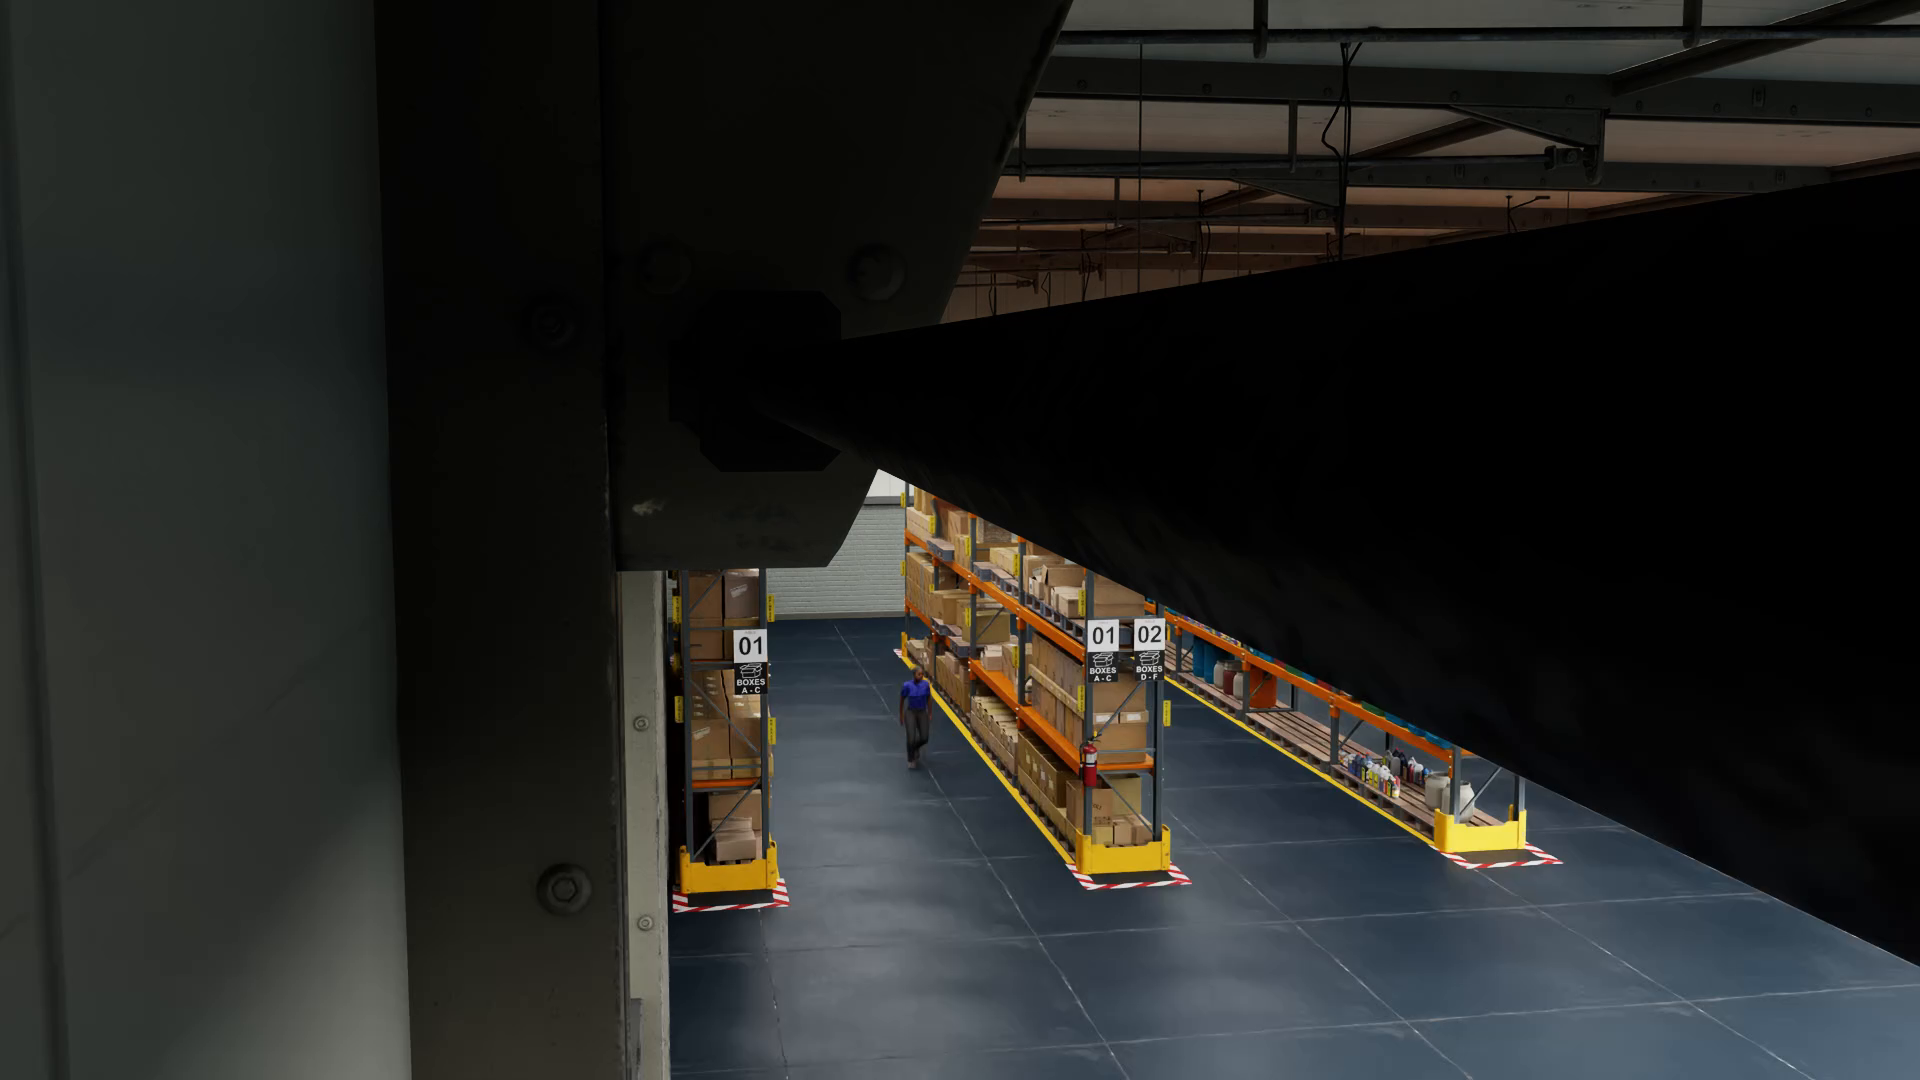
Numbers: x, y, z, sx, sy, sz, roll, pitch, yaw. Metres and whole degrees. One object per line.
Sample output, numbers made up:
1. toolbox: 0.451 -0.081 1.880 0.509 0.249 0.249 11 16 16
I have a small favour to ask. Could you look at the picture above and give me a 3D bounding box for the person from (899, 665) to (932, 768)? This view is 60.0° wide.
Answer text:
1. person: -0.730 2.784 26.507 0.505 1.636 0.546 -2 6 -19
